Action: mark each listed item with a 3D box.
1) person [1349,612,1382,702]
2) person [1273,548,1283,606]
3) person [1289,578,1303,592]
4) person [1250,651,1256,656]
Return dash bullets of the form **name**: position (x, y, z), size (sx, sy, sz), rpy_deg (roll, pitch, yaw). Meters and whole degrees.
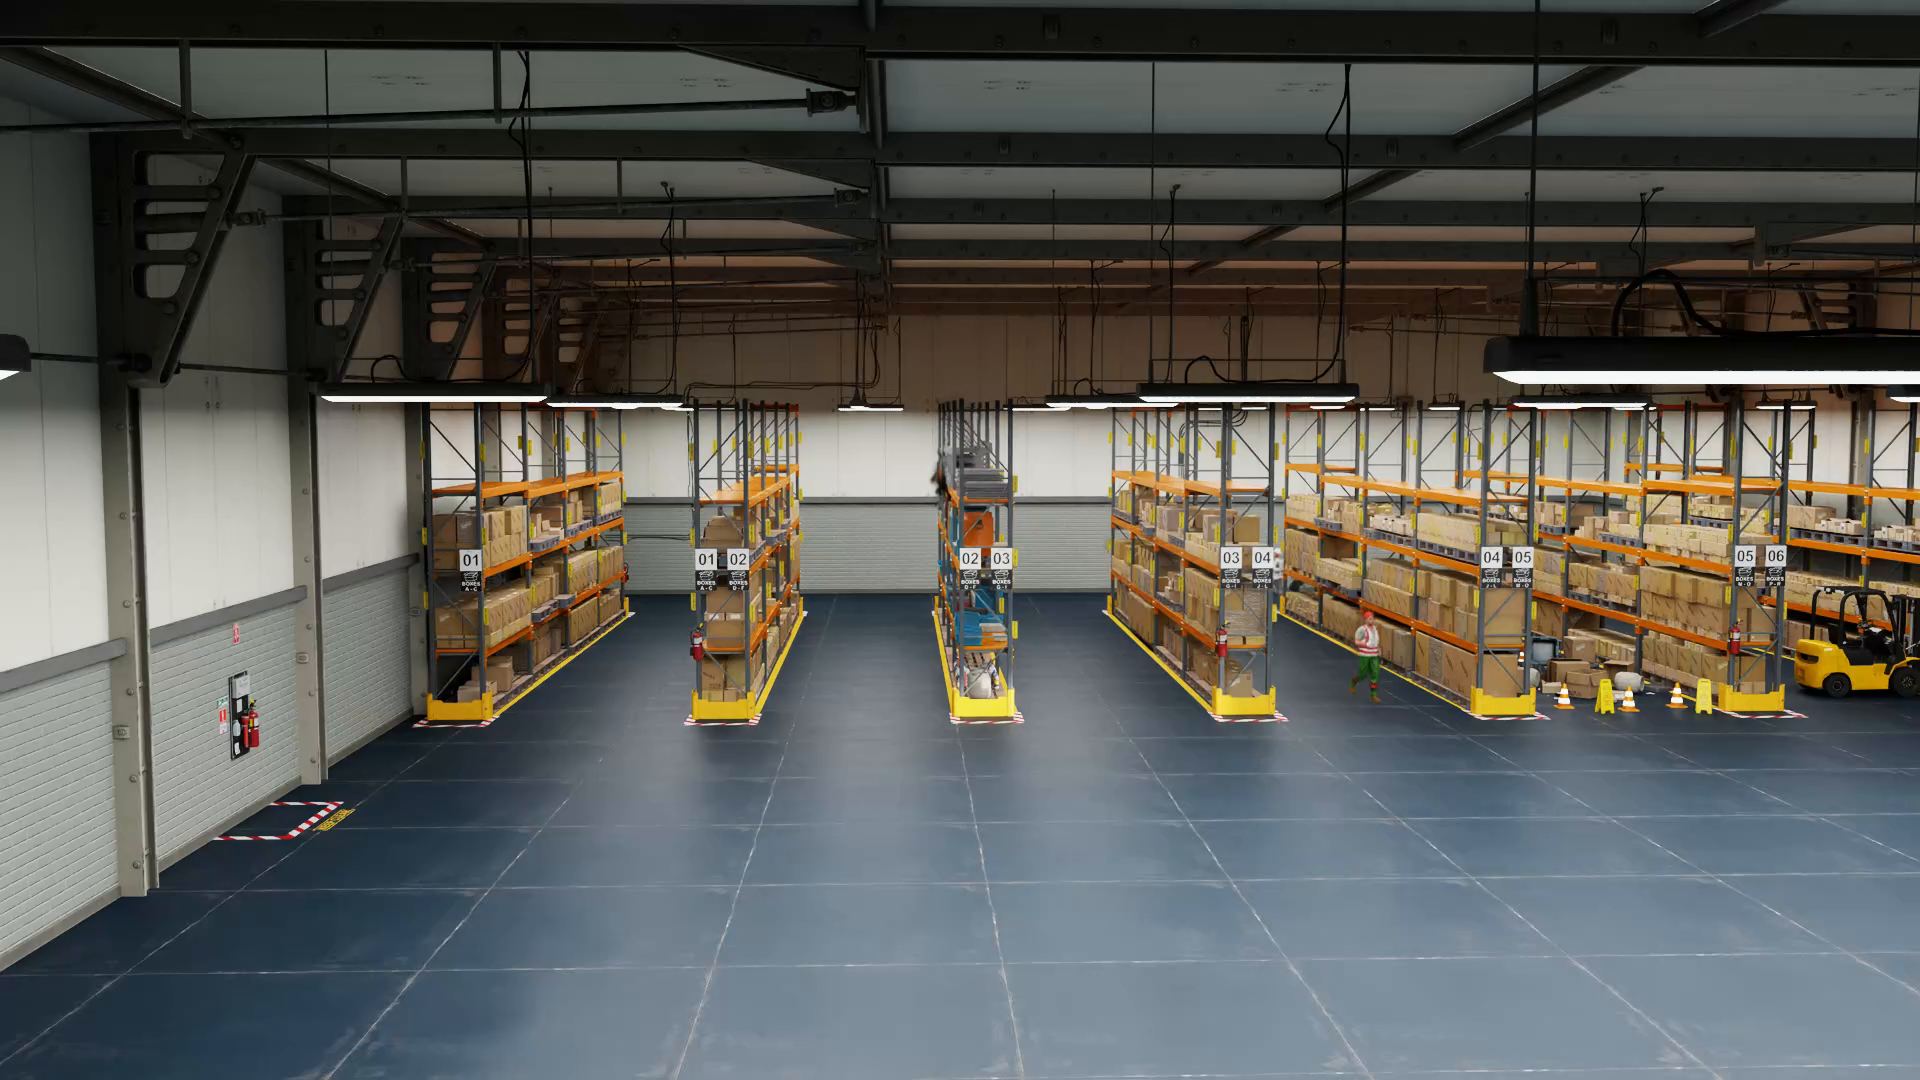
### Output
- **person**: position (8.110, 2.301, 33.142), size (0.668, 1.770, 0.908), rpy_deg (-2, 5, -24)
- **person**: position (9.314, 1.146, 48.929), size (0.865, 1.817, 0.663), rpy_deg (-2, 5, -24)
- **person**: position (9.957, 1.146, 49.138), size (0.563, 1.683, 0.780), rpy_deg (2, 5, 28)
- **person**: position (6.899, 1.860, 39.752), size (0.633, 1.722, 0.827), rpy_deg (0, 4, -6)
